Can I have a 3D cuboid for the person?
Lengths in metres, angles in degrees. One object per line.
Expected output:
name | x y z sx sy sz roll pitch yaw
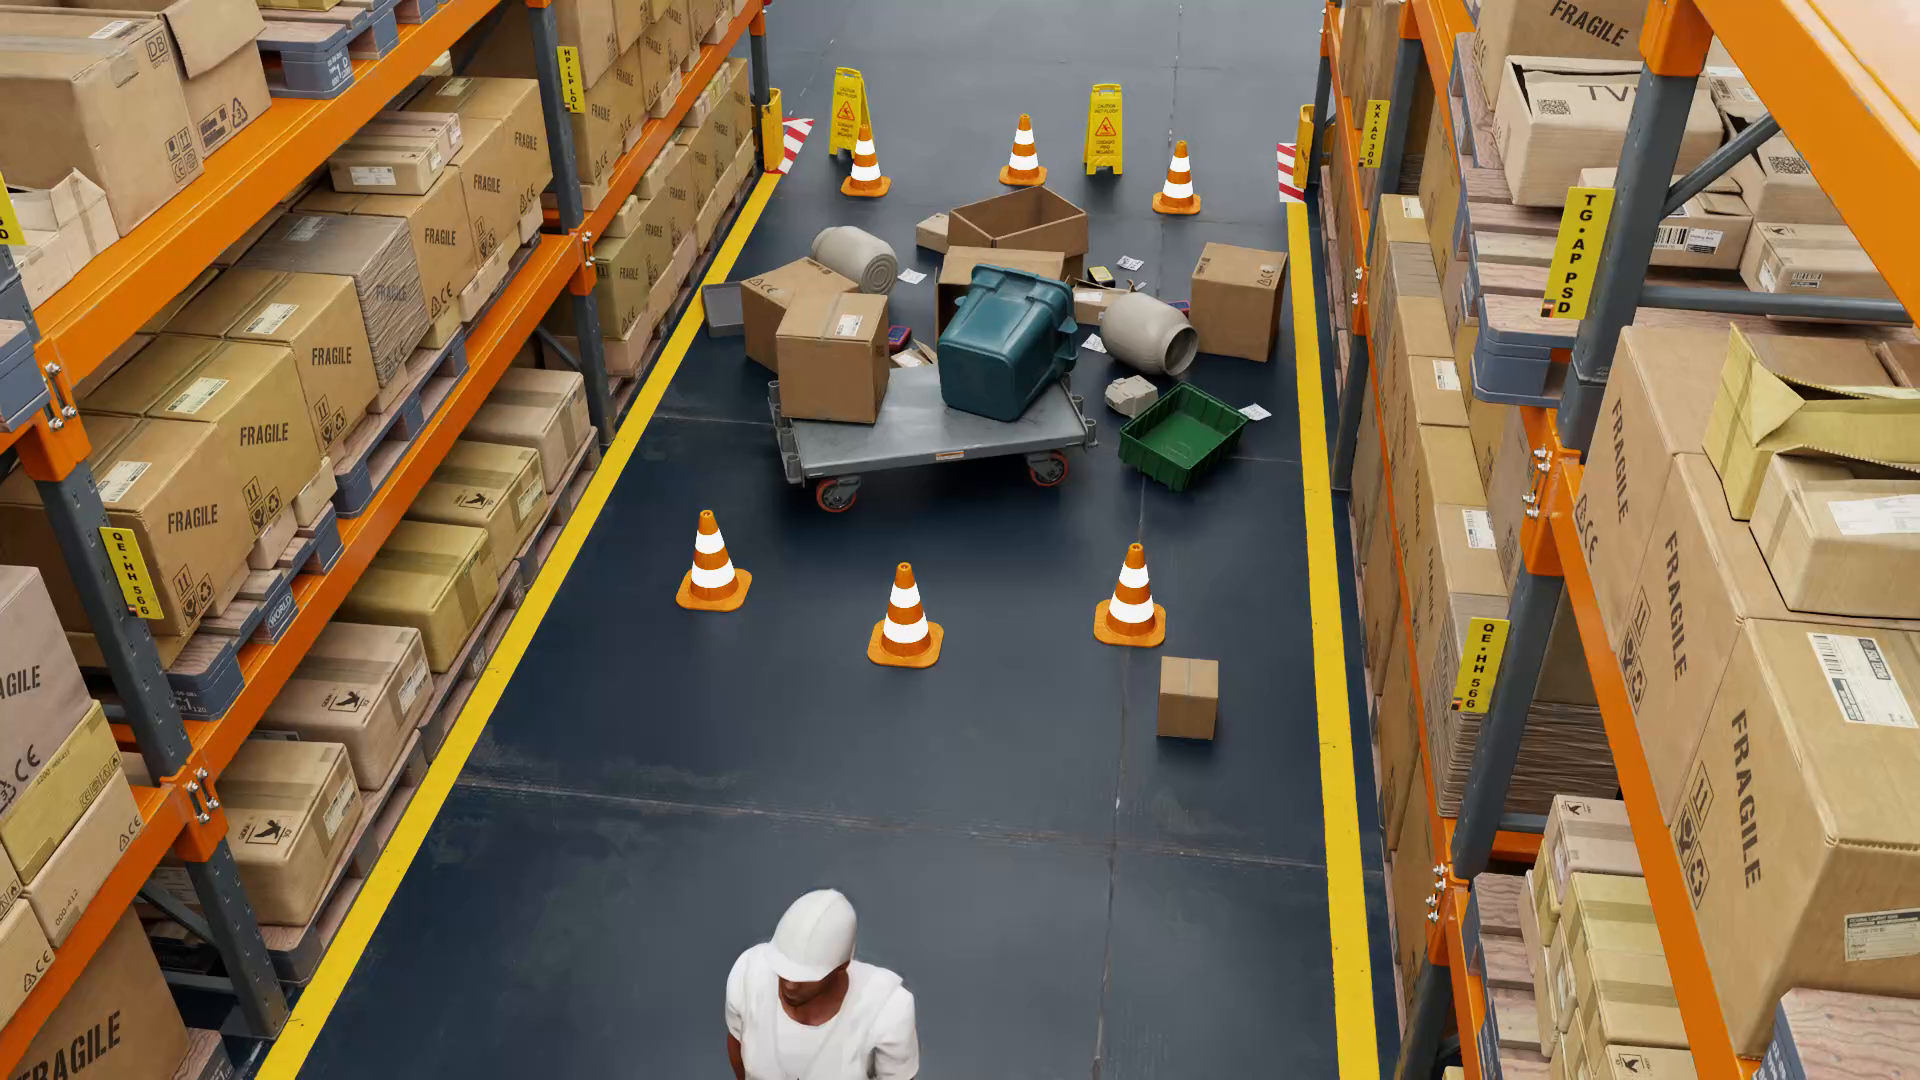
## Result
person | -0.401 1.668 4.681 0.566 1.771 0.470 9 37 12
